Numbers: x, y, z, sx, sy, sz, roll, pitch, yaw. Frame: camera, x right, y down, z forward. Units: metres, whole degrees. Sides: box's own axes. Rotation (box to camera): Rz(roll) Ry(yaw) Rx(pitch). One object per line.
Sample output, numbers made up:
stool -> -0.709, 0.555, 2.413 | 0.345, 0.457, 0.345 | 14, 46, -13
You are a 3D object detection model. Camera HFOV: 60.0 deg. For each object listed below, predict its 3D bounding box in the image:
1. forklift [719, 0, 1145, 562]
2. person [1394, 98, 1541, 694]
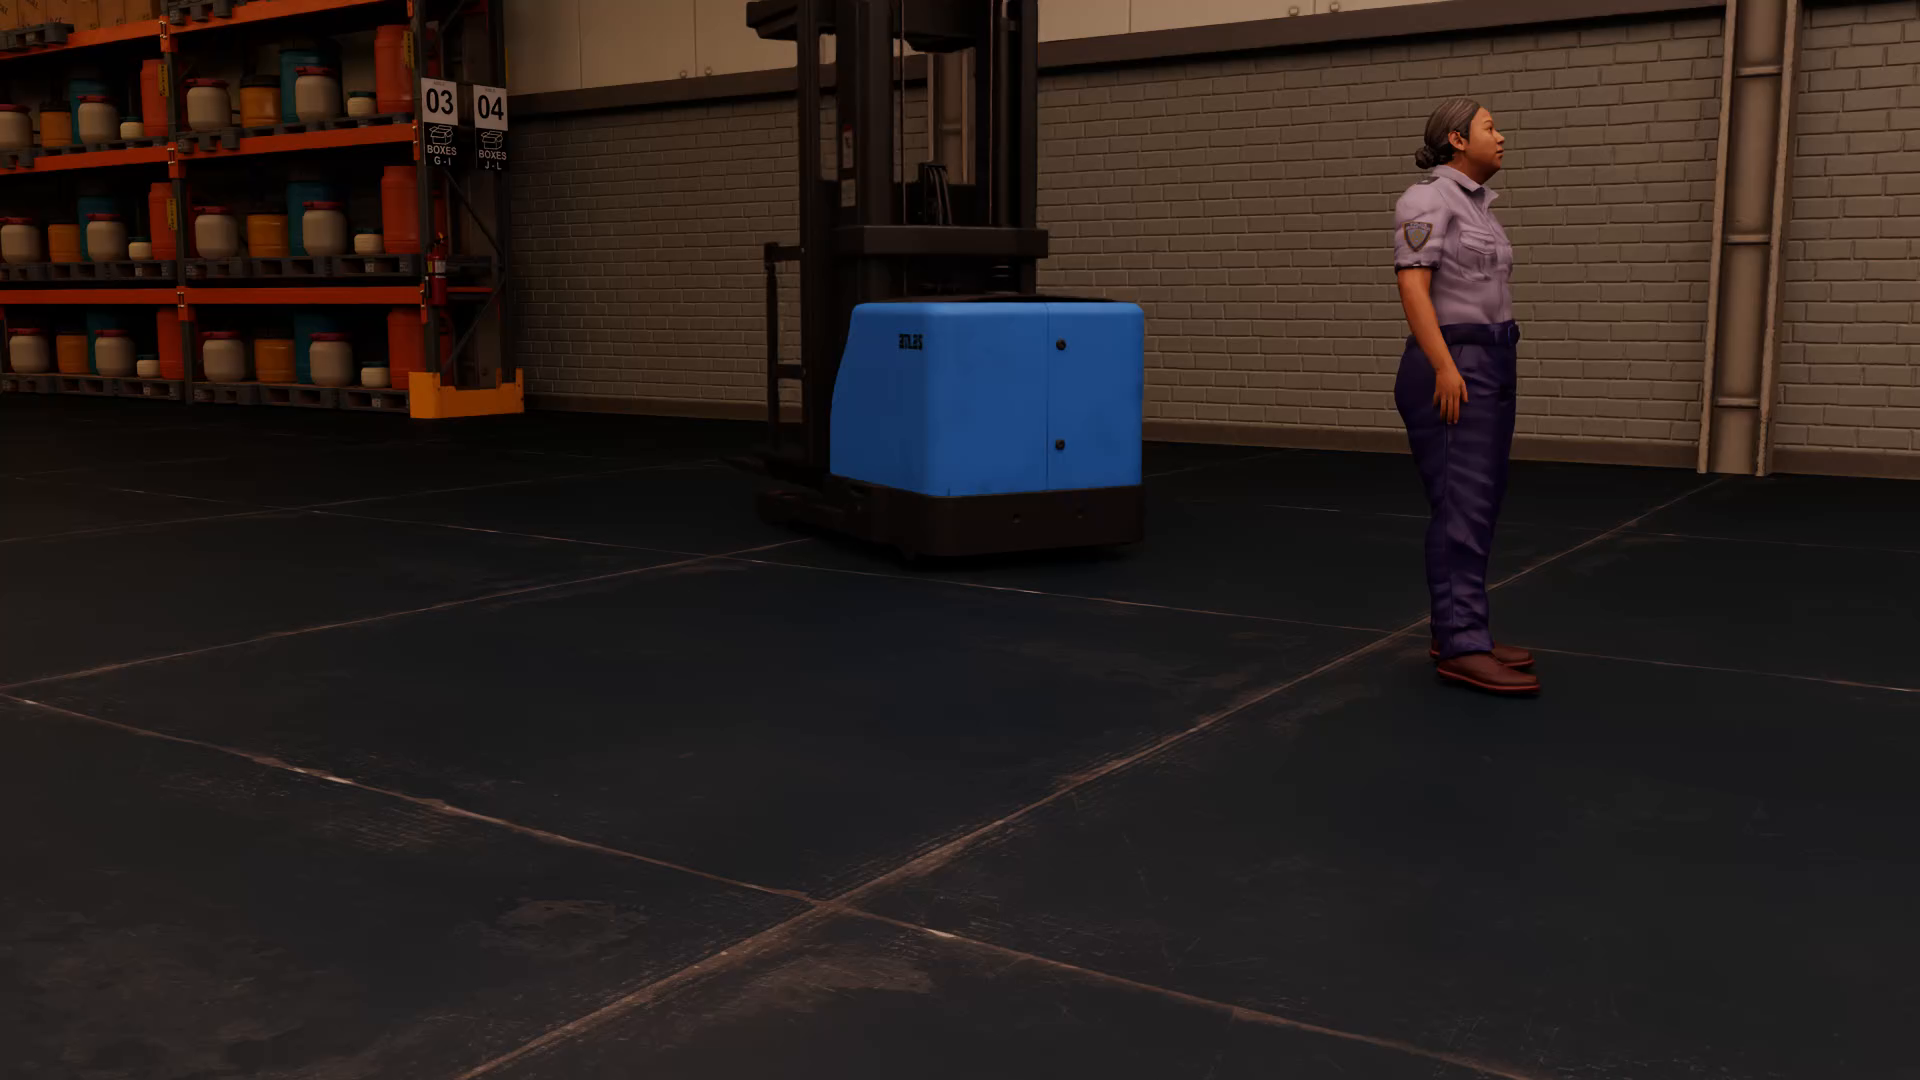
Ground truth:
forklift -> -0.347, -1.531, 7.960 | 1.130, 2.935, 3.031 | -4, 9, -28
person -> 1.520, -0.438, 4.781 | 0.502, 1.650, 0.599 | 6, 10, 34
